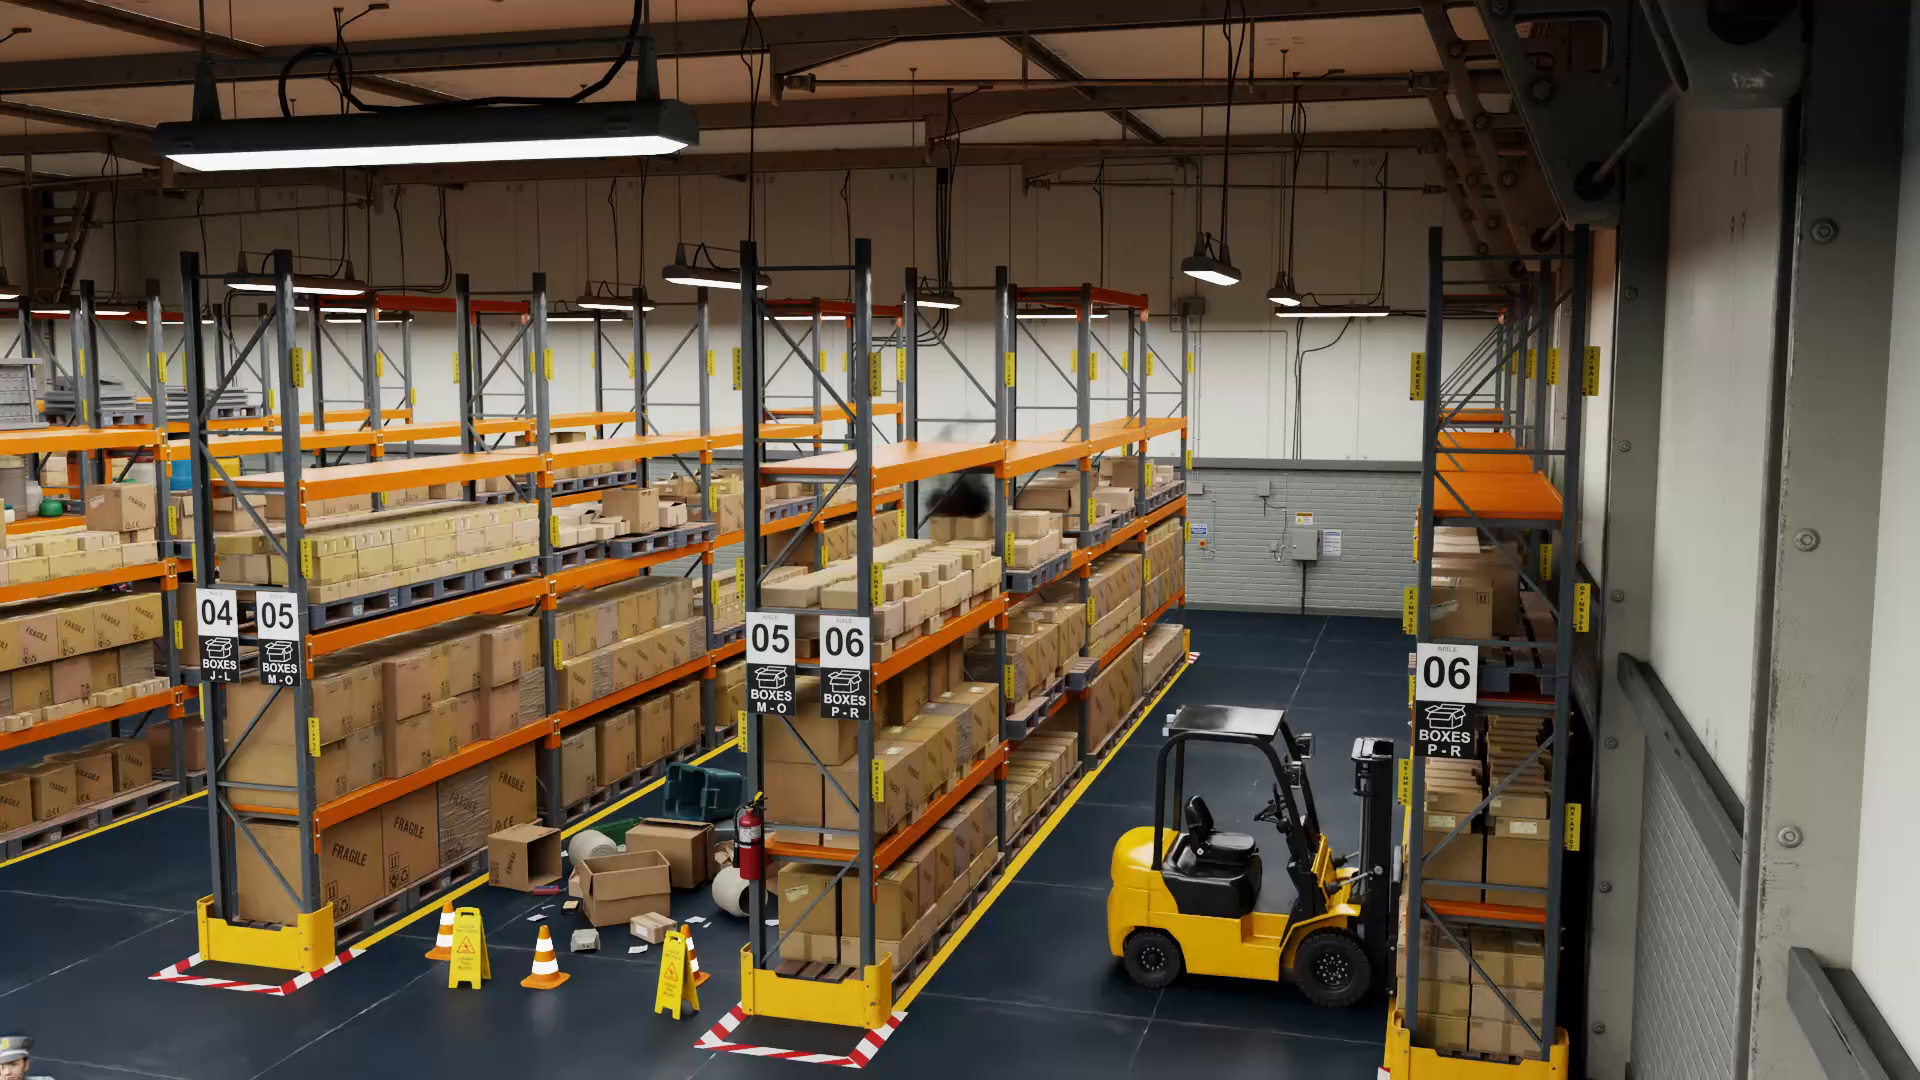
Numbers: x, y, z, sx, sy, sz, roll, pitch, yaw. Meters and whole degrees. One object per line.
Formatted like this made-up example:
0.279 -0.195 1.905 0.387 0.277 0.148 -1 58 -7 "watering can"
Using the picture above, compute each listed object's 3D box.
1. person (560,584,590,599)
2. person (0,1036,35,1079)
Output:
-5.845 1.436 25.534 0.687 1.851 0.867 2 7 15 "person"
-4.968 3.381 8.762 0.622 1.637 0.588 -3 7 -25 "person"
